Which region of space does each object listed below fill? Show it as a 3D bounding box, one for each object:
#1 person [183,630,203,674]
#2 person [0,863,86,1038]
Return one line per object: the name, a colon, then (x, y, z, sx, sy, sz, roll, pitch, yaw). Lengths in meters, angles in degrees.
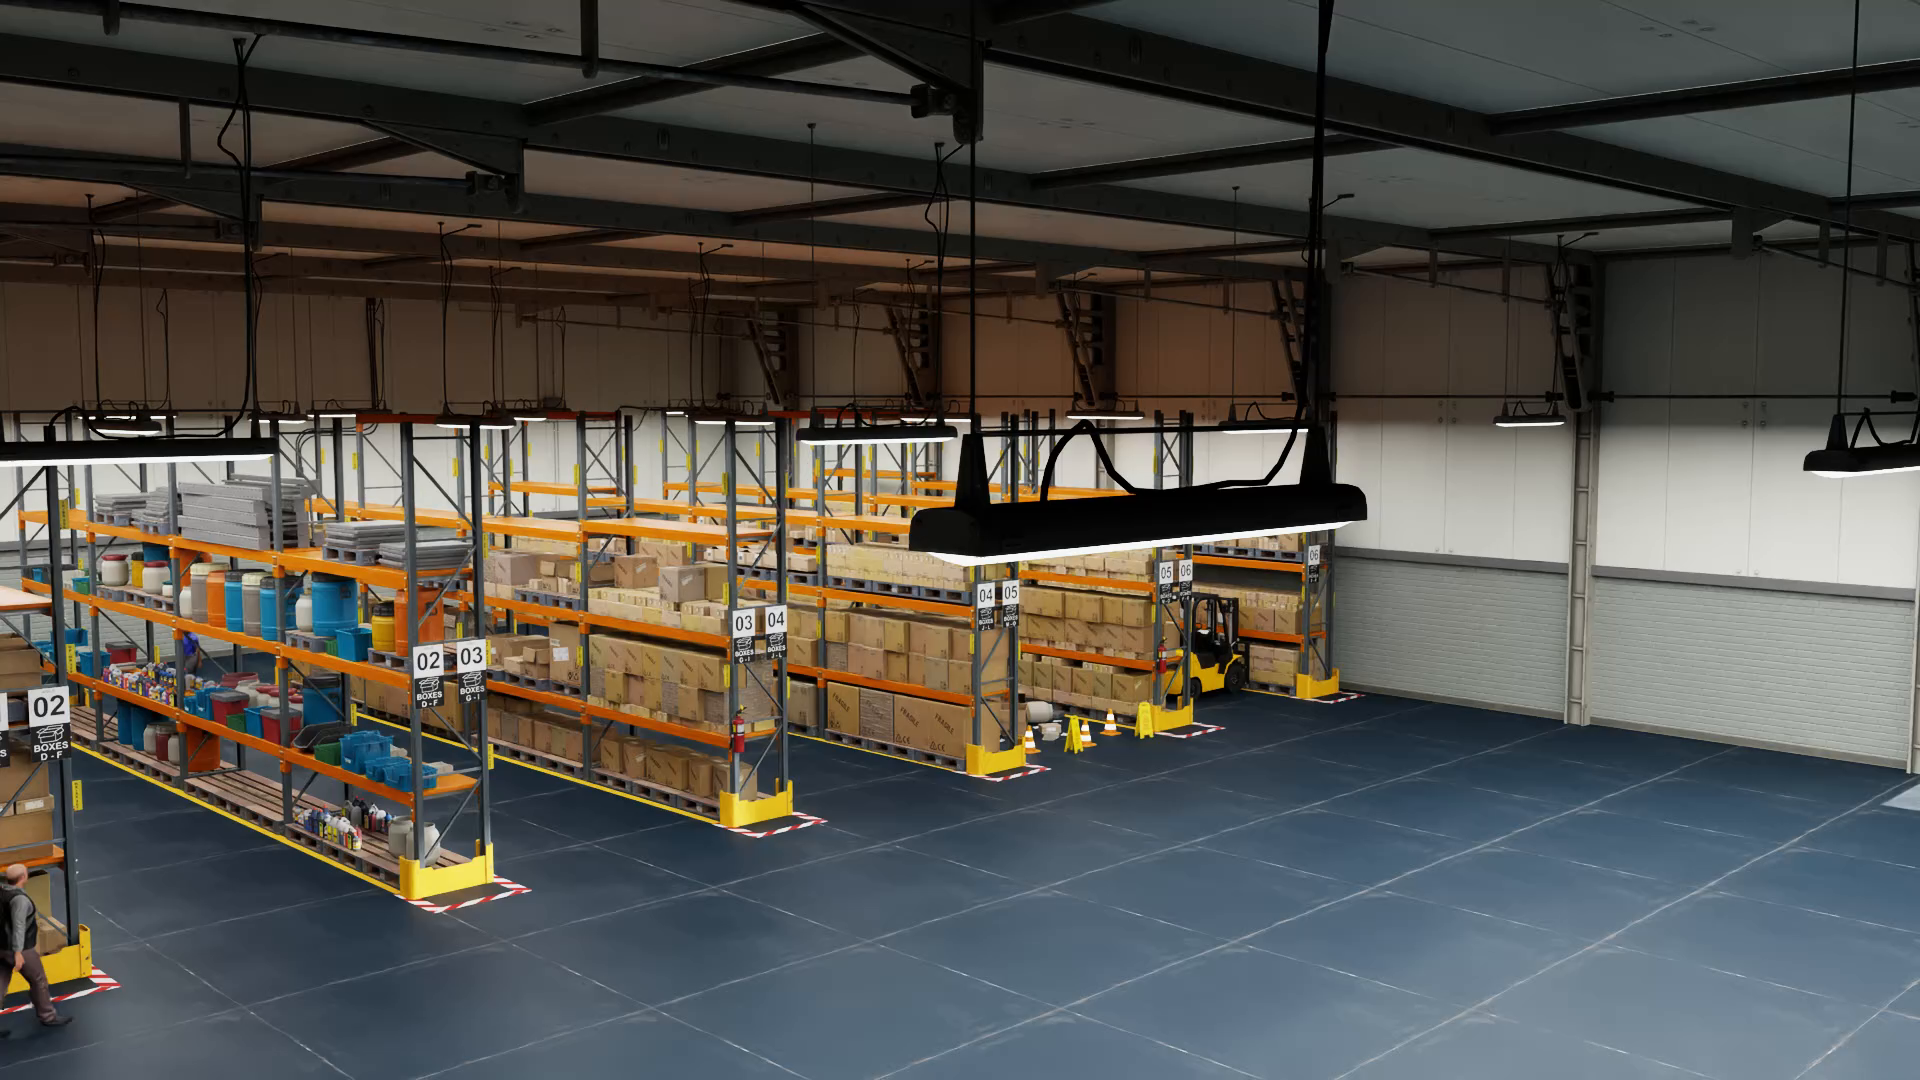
person: (-16.002, 2.525, 34.646, 0.522, 1.625, 0.696, 5, 7, 43)
person: (-9.303, 4.036, 16.551, 0.560, 1.654, 1.018, 2, 5, 22)
